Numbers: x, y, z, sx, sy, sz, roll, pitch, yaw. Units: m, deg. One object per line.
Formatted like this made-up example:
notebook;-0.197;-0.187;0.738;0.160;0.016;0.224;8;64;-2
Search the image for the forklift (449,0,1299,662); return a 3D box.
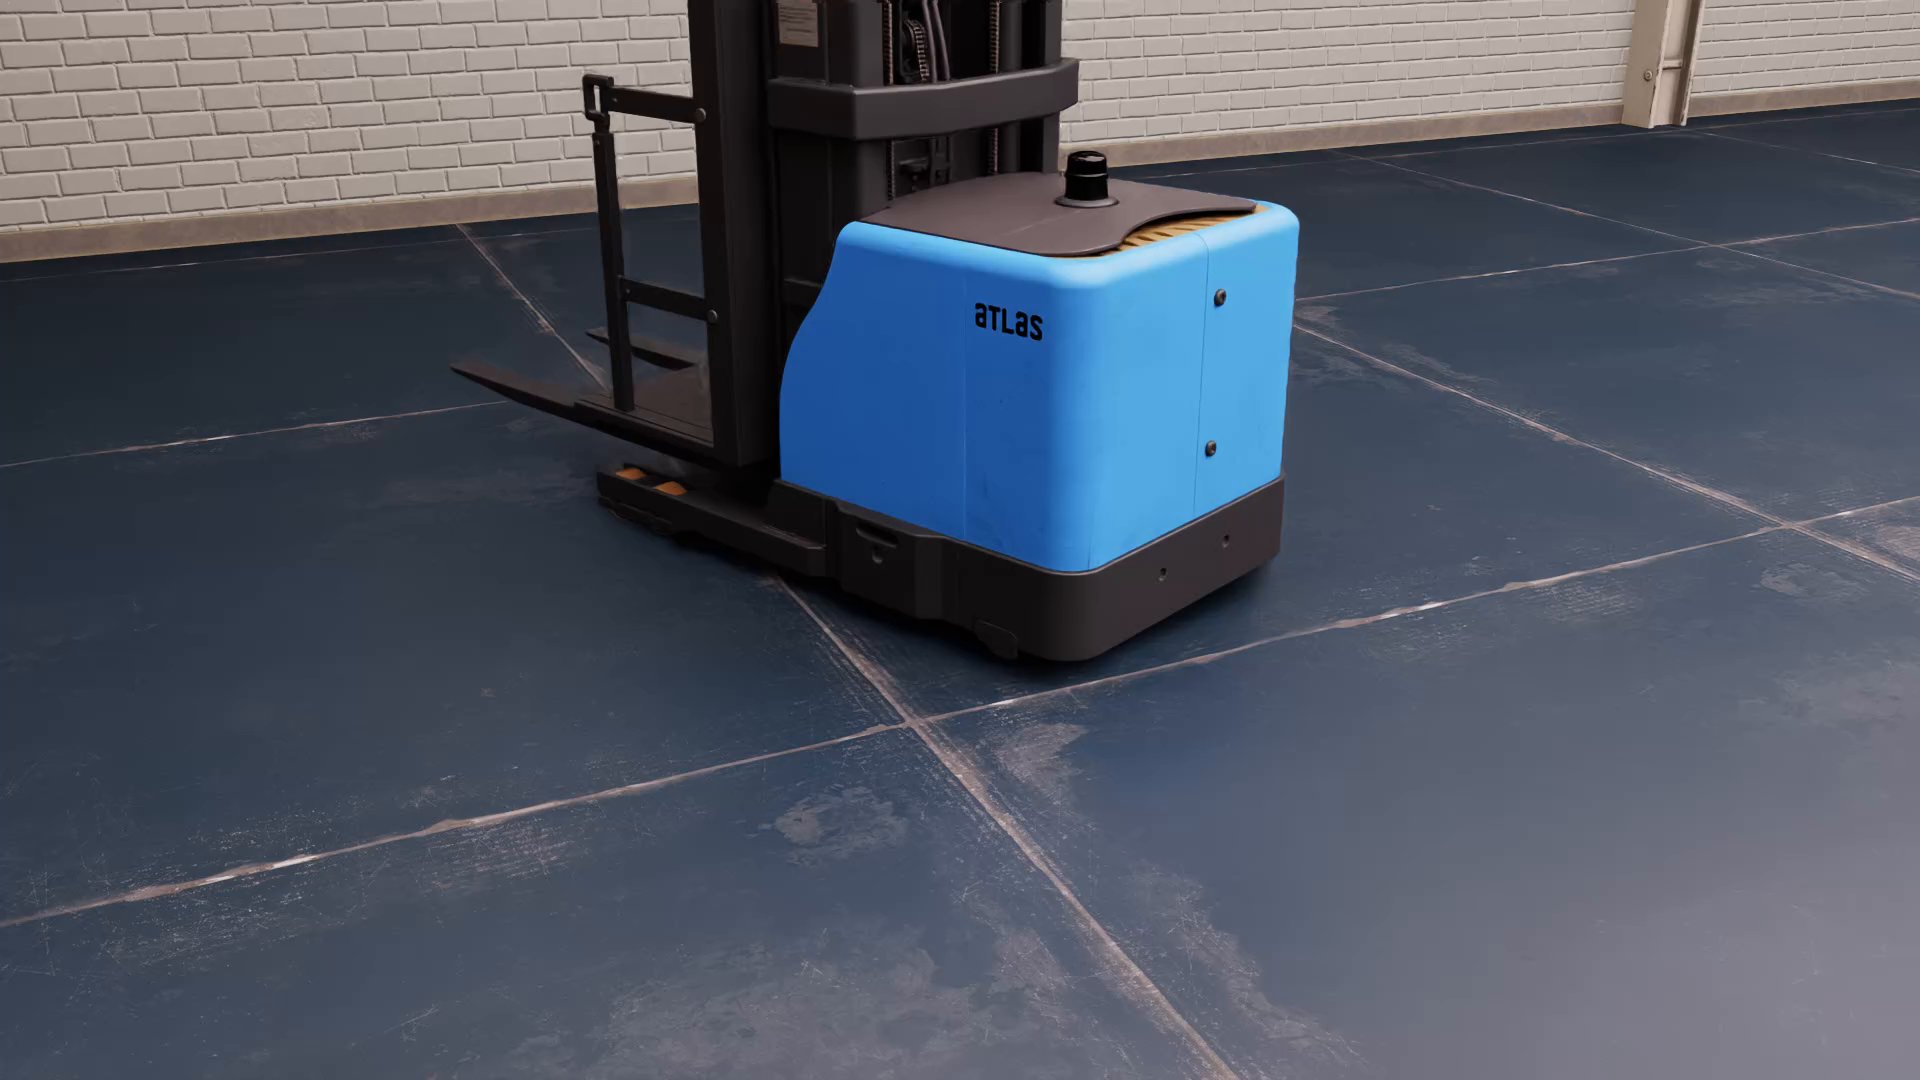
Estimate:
forklift;-0.509;-1.498;4.893;3.031;2.935;1.130;19;29;38
